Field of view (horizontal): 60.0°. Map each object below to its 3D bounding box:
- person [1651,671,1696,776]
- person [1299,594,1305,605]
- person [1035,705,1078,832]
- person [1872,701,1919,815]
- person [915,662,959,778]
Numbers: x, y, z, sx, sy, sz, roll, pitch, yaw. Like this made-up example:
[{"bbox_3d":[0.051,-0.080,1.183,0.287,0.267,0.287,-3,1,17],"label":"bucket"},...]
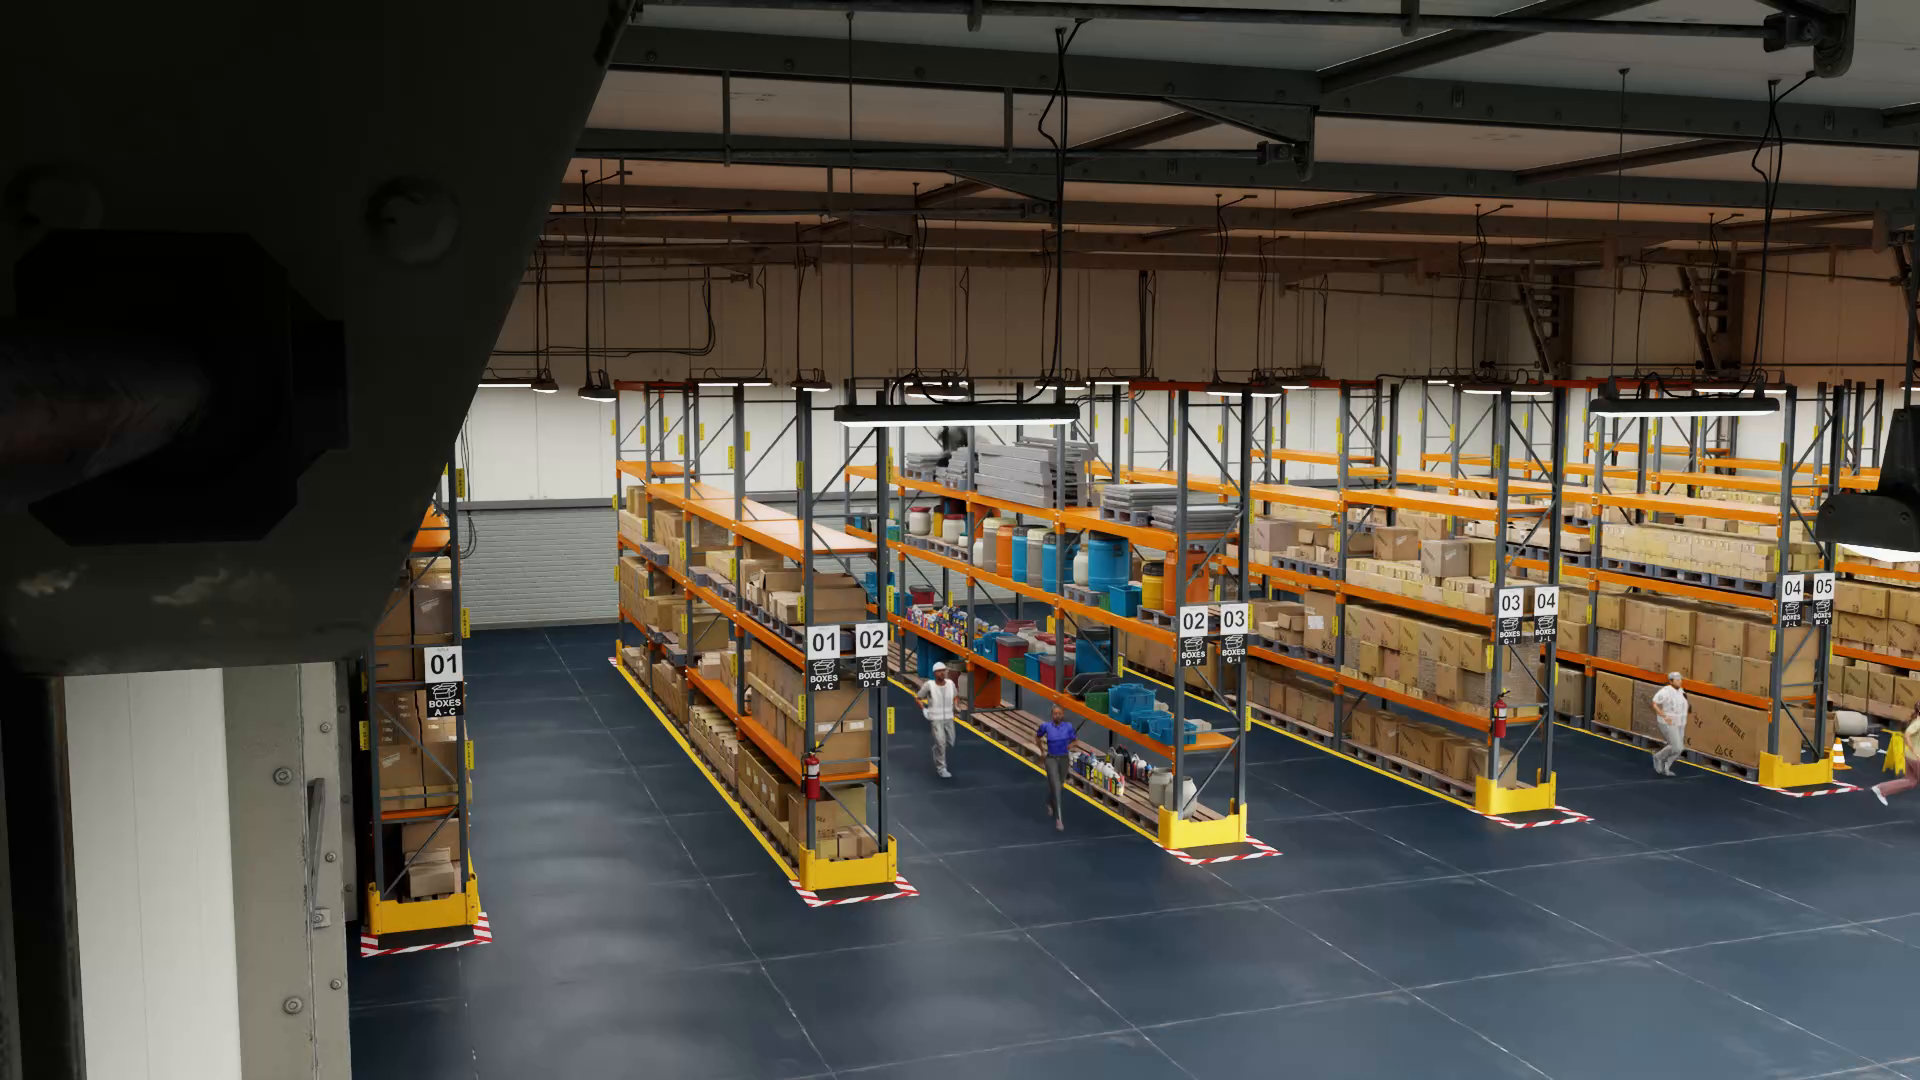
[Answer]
[{"bbox_3d":[10.962,2.832,25.505,0.582,1.611,0.531,-3,7,-30],"label":"person"},{"bbox_3d":[8.773,1.053,41.883,0.751,1.750,0.704,-2,6,-20],"label":"person"},{"bbox_3d":[1.349,3.093,22.907,0.560,1.693,0.858,-2,6,-14],"label":"person"},{"bbox_3d":[13.297,3.058,23.278,0.892,1.650,0.558,3,7,27],"label":"person"},{"bbox_3d":[-0.320,2.755,25.660,0.694,1.746,0.804,-3,7,-26],"label":"person"}]
